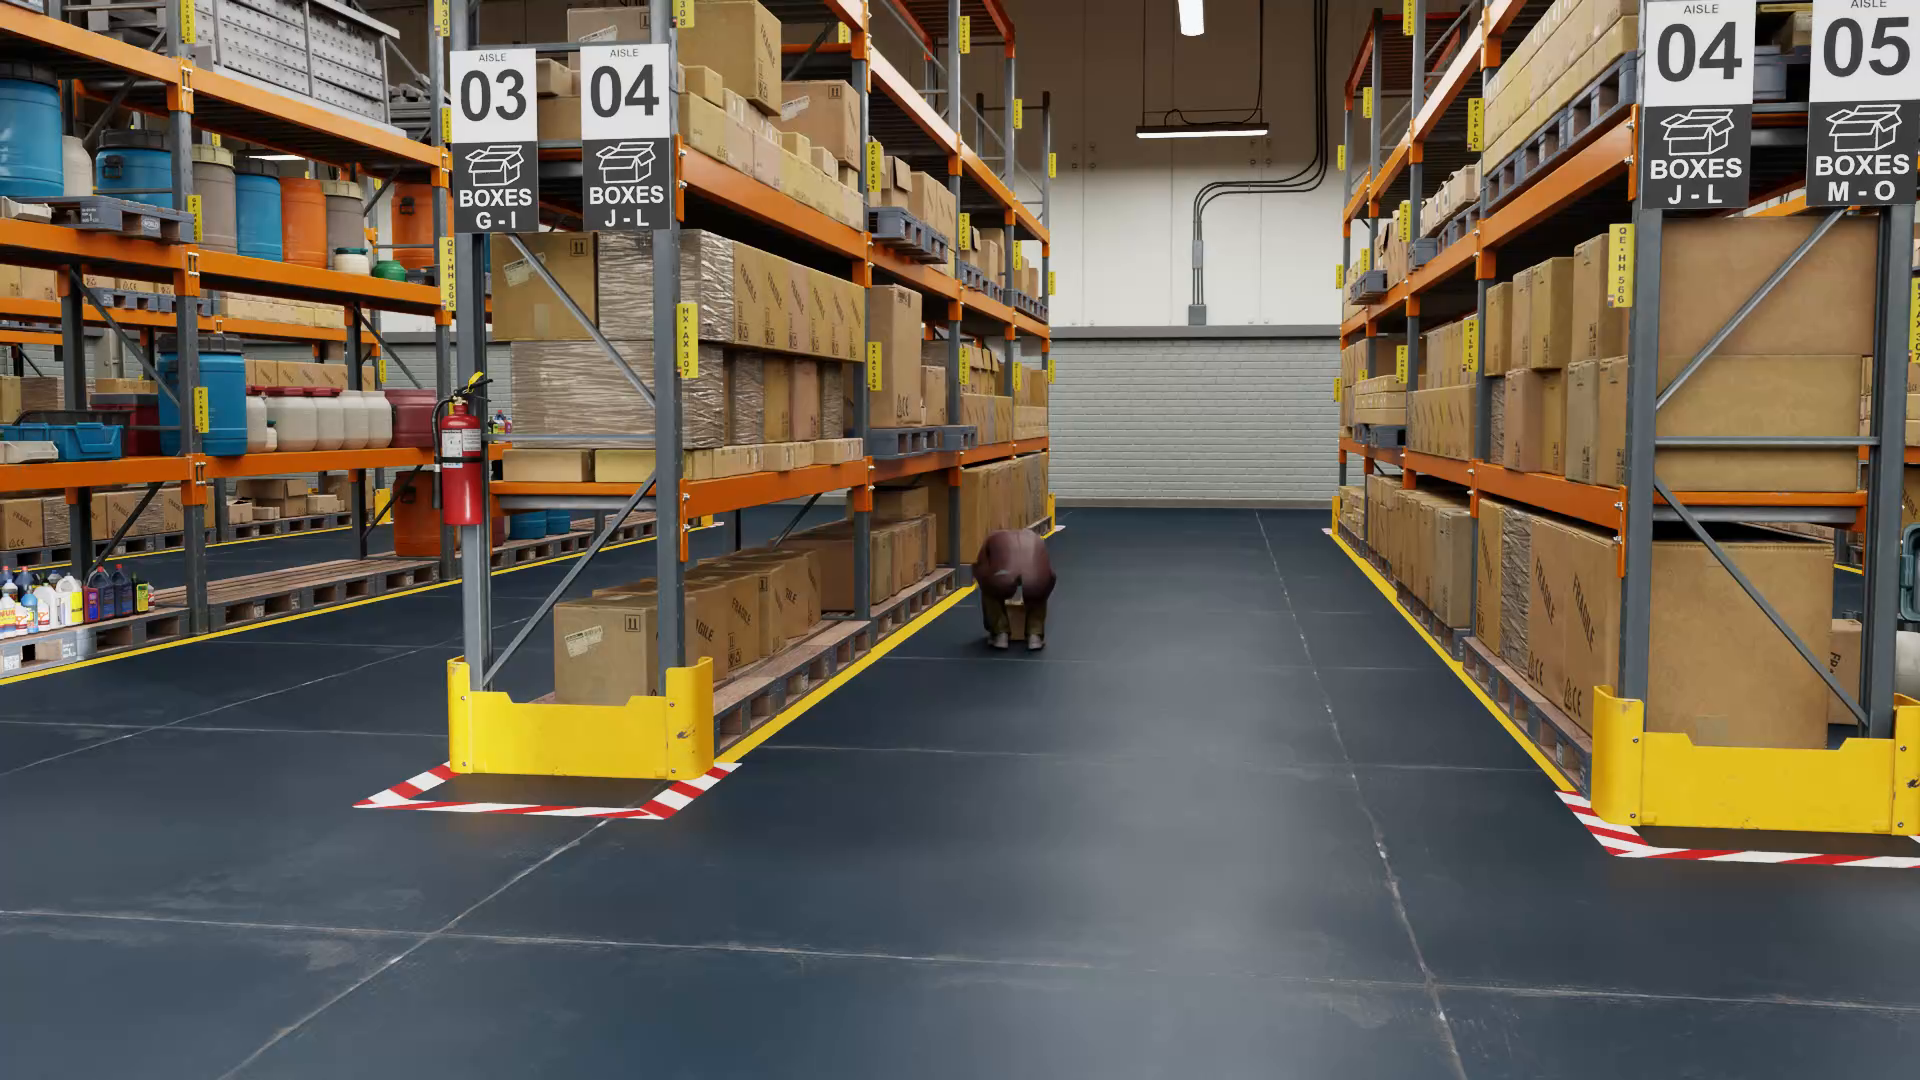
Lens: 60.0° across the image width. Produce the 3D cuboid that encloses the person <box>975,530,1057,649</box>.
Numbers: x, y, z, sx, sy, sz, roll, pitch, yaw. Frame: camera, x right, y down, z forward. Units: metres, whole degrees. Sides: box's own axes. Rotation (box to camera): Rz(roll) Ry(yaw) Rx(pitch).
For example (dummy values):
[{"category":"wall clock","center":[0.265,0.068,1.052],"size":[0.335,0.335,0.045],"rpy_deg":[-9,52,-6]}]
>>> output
[{"category":"person","center":[0.387,0.340,11.655],"size":[0.573,0.823,0.972],"rpy_deg":[0,4,-2]}]
